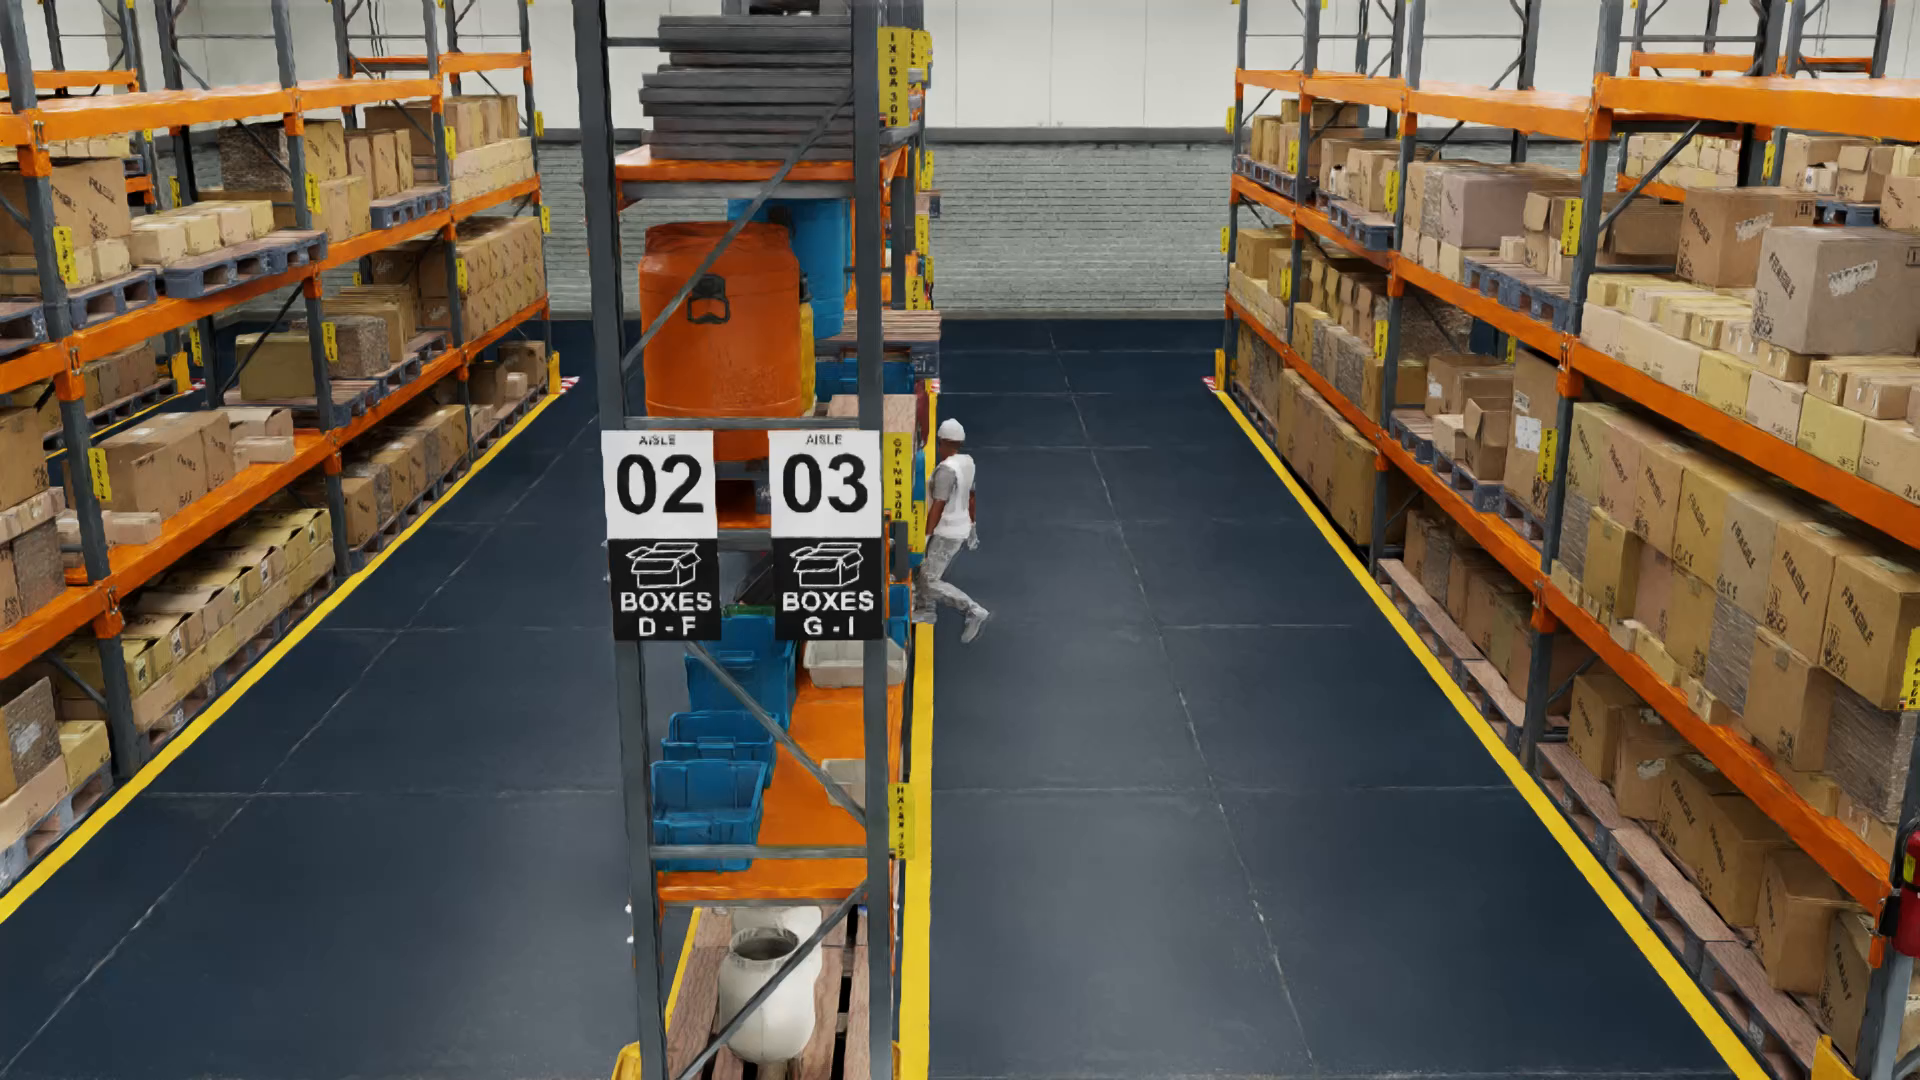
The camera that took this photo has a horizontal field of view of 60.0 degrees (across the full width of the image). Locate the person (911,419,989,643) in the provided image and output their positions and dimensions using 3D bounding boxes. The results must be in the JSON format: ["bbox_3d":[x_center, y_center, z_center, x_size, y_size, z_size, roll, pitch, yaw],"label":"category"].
[{"bbox_3d":[-0.116,-0.091,12.785,0.729,1.683,0.595,2,17,8],"label":"person"}]
